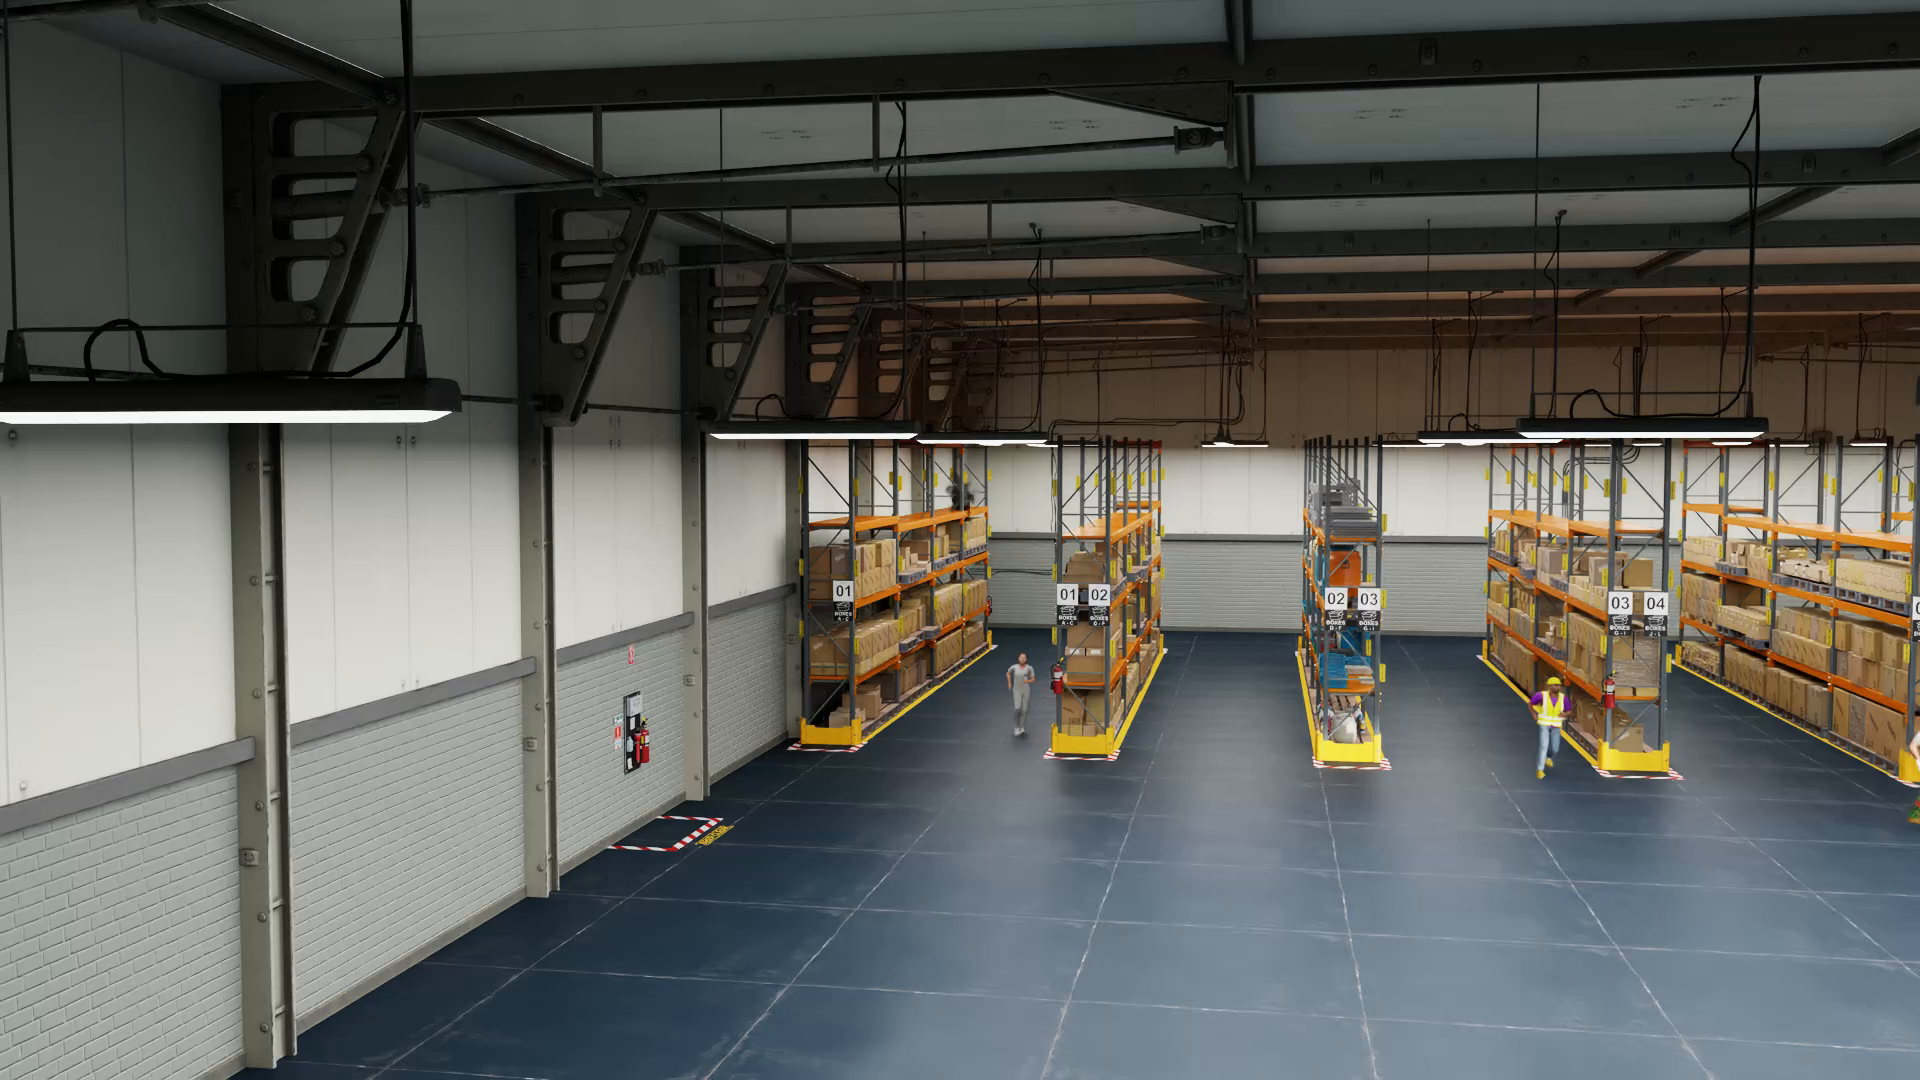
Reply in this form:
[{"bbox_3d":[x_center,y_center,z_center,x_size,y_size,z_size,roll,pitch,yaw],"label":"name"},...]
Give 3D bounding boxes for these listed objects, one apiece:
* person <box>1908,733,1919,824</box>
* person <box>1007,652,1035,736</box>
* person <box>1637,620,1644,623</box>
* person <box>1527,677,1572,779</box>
[{"bbox_3d":[14.745,3.480,25.138,0.702,1.800,0.654,3,4,42],"label":"person"},{"bbox_3d":[1.230,3.084,33.362,0.546,1.671,0.661,0,3,-3],"label":"person"},{"bbox_3d":[17.736,2.520,43.362,0.806,1.716,0.565,1,3,16],"label":"person"},{"bbox_3d":[10.444,3.286,29.382,0.729,1.737,0.889,0,3,3],"label":"person"}]
